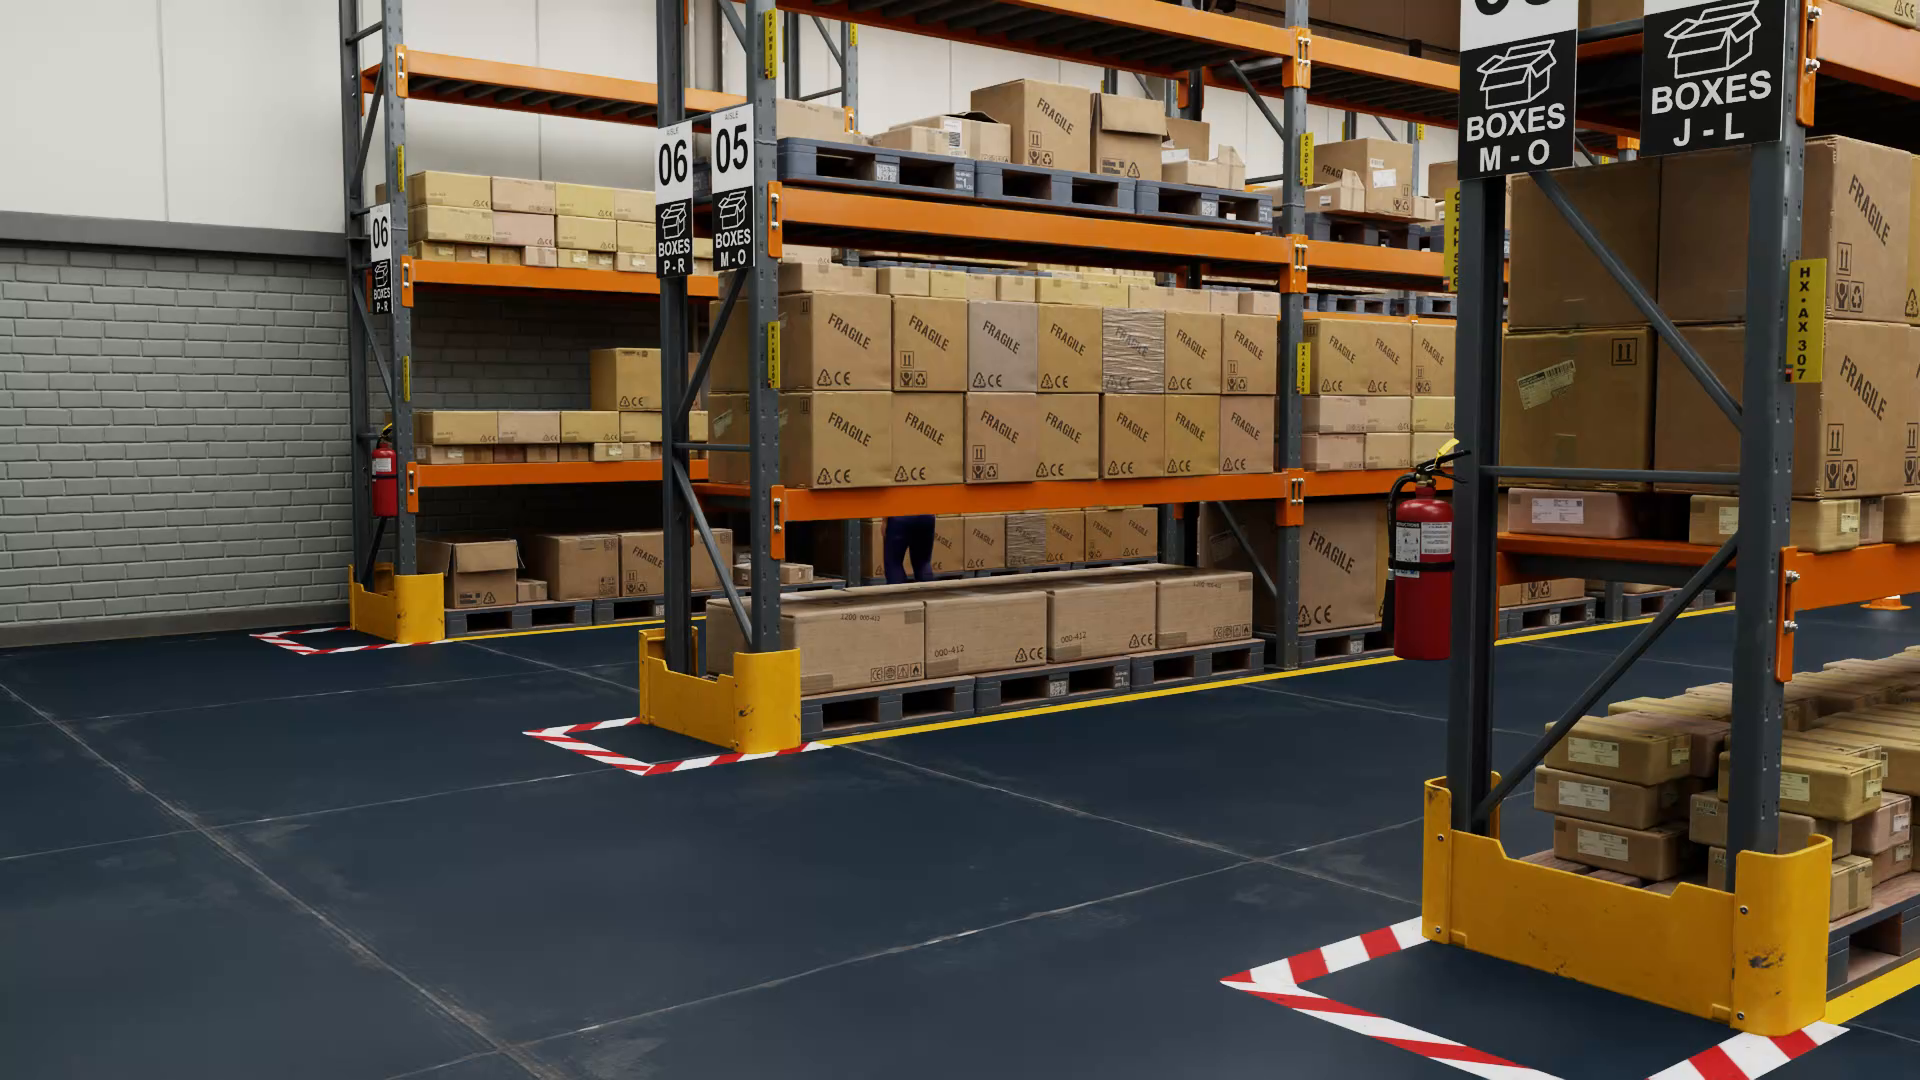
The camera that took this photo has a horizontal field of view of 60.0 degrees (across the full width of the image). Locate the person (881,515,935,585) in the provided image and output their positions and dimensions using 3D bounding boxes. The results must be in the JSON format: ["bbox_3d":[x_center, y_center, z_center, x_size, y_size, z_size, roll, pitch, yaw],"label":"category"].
[{"bbox_3d":[-0.428,-0.125,13.273,0.467,1.685,0.344,-3,6,-37],"label":"person"}]
